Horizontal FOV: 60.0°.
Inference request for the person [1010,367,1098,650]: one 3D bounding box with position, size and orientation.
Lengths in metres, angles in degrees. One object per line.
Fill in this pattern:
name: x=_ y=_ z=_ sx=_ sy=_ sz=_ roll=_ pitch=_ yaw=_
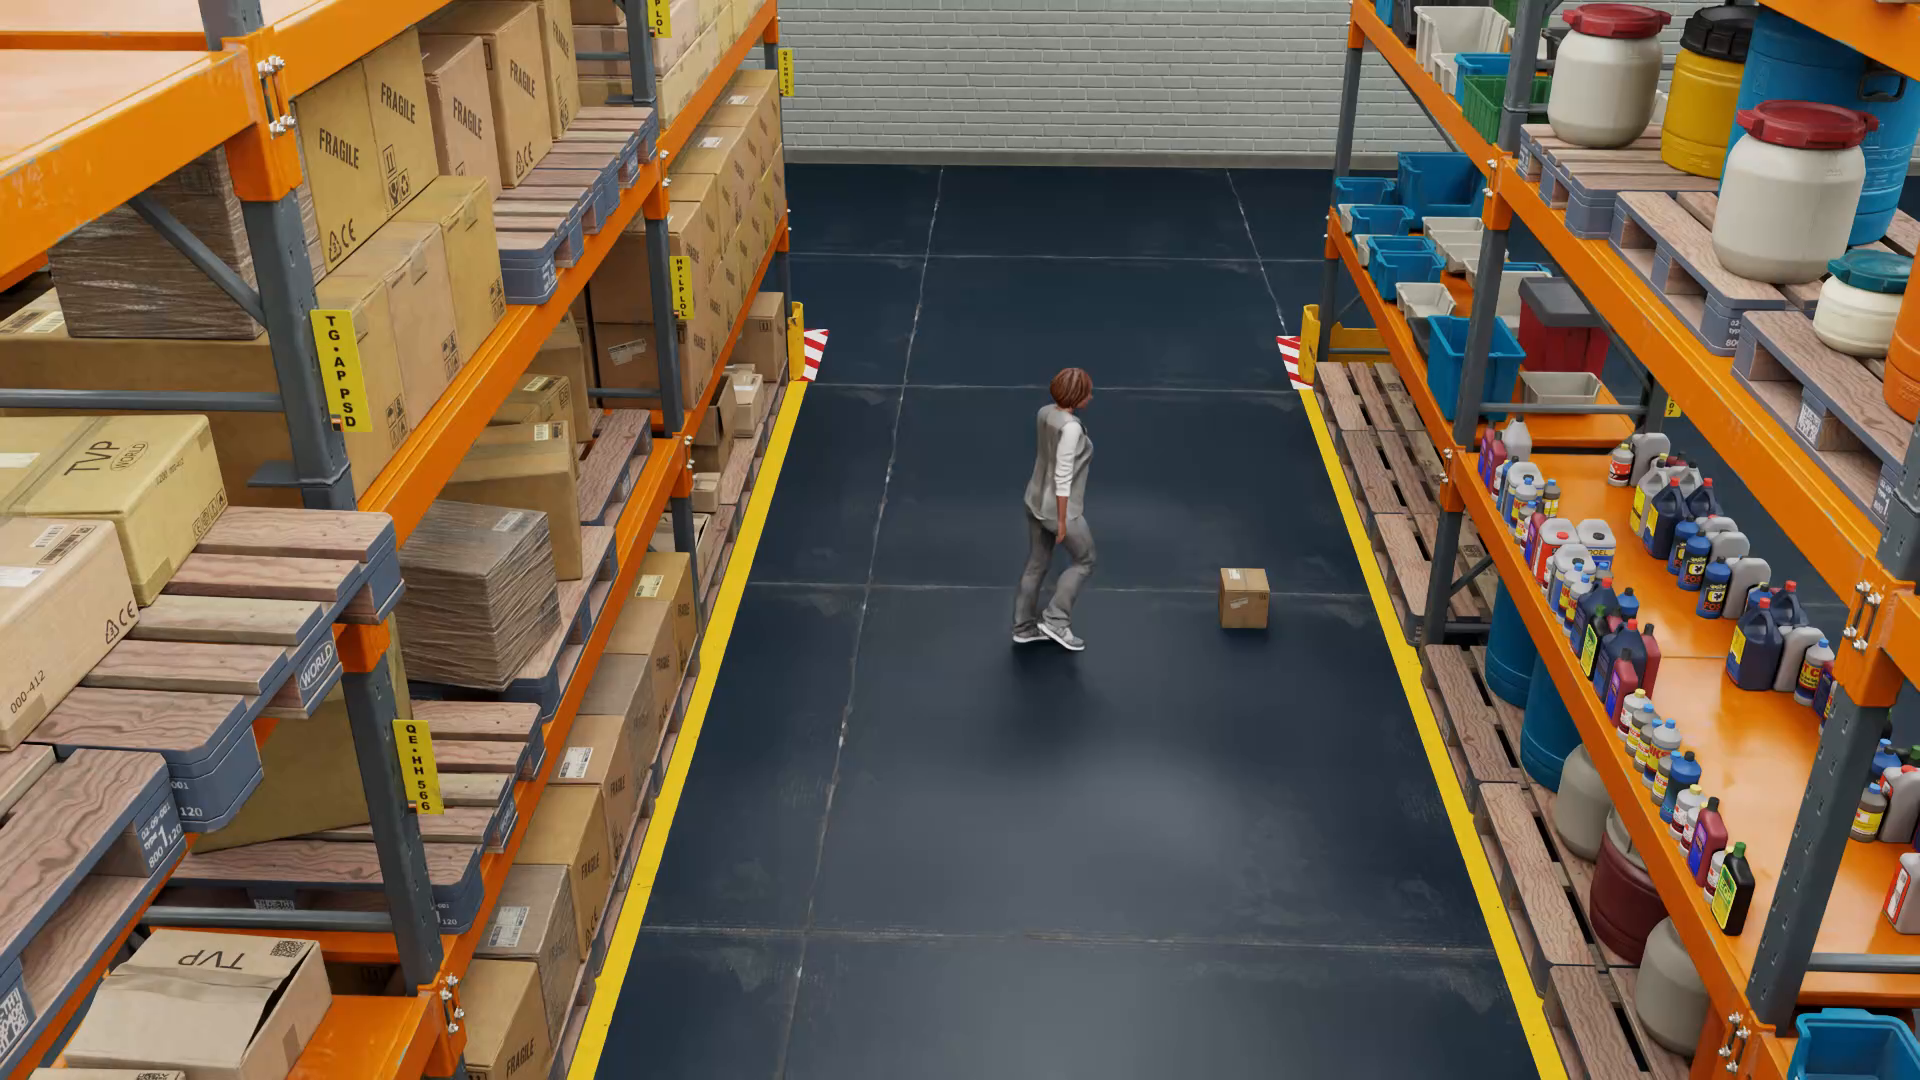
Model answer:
person: x=0.488 y=-0.153 z=8.897 sx=0.459 sy=1.595 sz=0.423 roll=-13 pitch=31 yaw=-23
